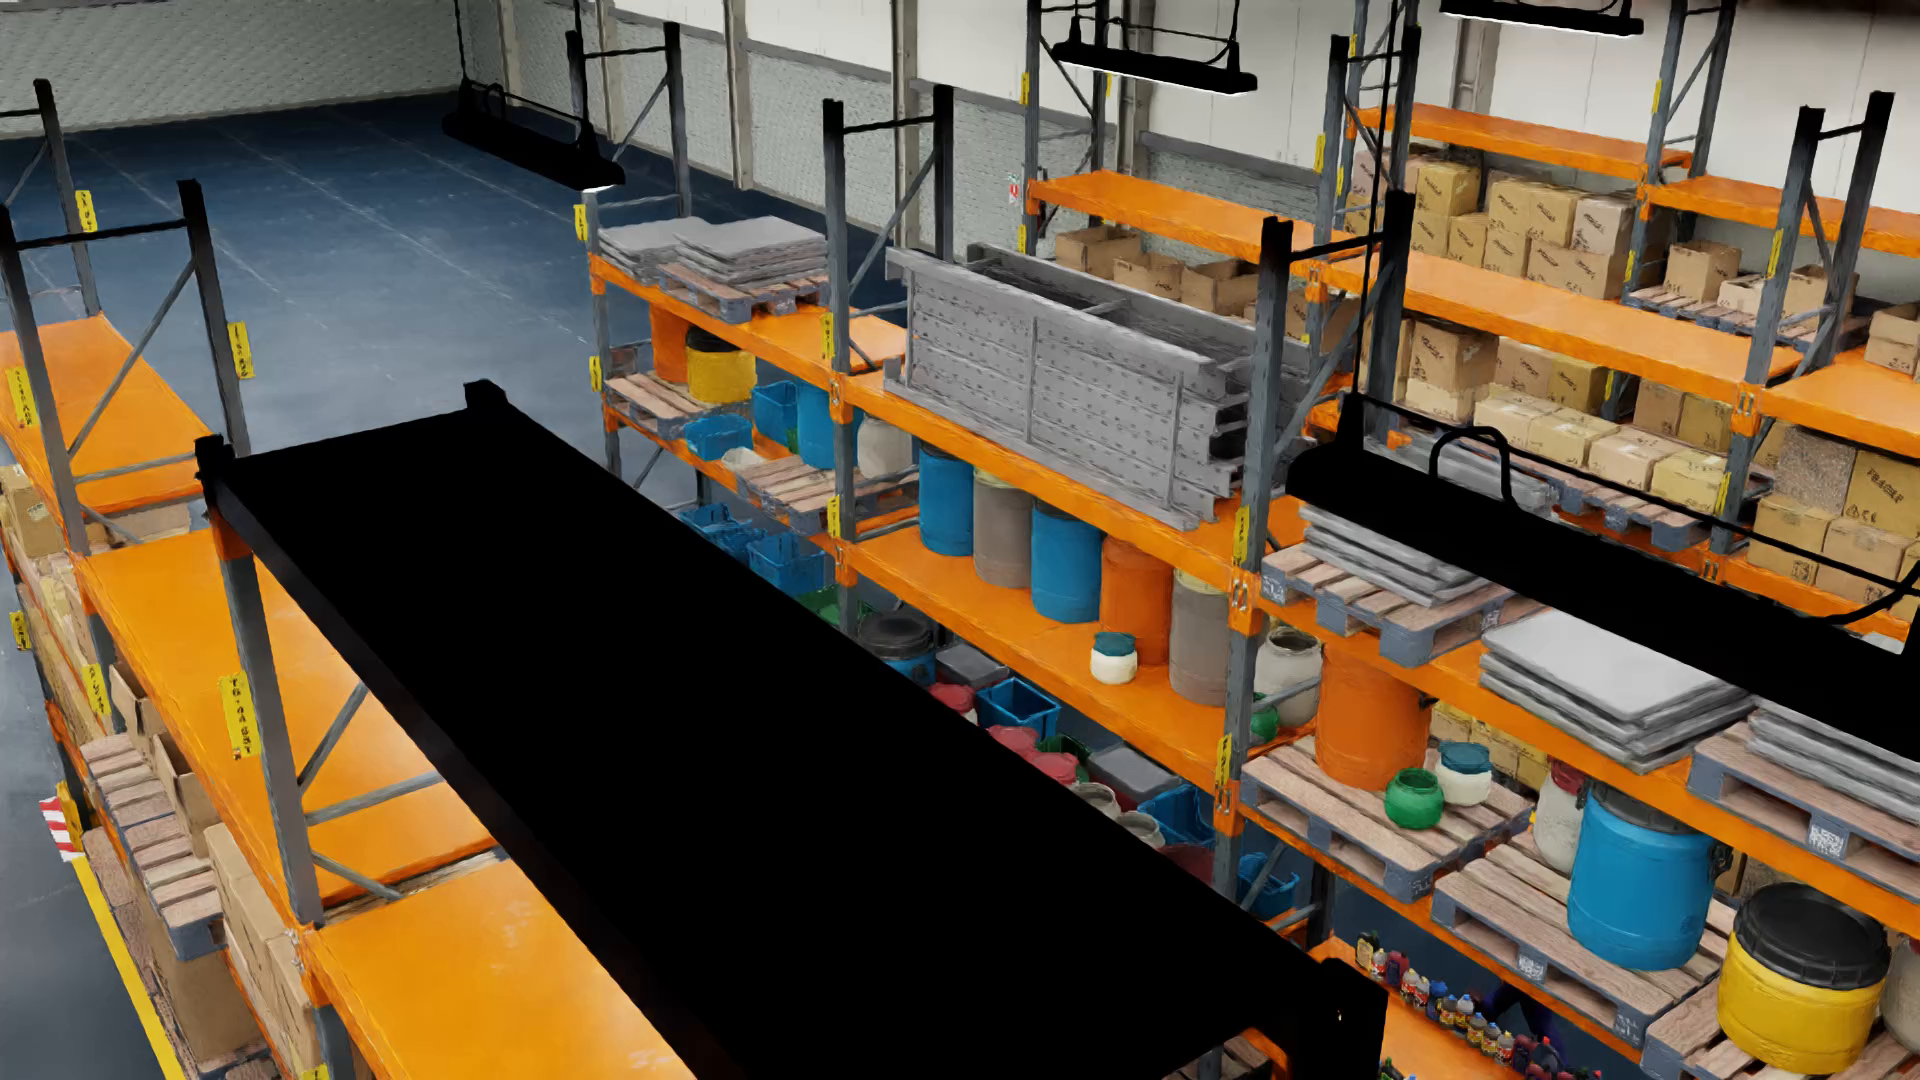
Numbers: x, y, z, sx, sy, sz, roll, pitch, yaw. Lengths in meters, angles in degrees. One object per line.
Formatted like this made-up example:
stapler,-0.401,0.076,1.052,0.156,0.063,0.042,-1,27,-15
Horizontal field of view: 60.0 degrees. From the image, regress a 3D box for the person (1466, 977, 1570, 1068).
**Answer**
person,3.781,2.786,11.055,0.481,1.565,1.094,-16,29,-30
